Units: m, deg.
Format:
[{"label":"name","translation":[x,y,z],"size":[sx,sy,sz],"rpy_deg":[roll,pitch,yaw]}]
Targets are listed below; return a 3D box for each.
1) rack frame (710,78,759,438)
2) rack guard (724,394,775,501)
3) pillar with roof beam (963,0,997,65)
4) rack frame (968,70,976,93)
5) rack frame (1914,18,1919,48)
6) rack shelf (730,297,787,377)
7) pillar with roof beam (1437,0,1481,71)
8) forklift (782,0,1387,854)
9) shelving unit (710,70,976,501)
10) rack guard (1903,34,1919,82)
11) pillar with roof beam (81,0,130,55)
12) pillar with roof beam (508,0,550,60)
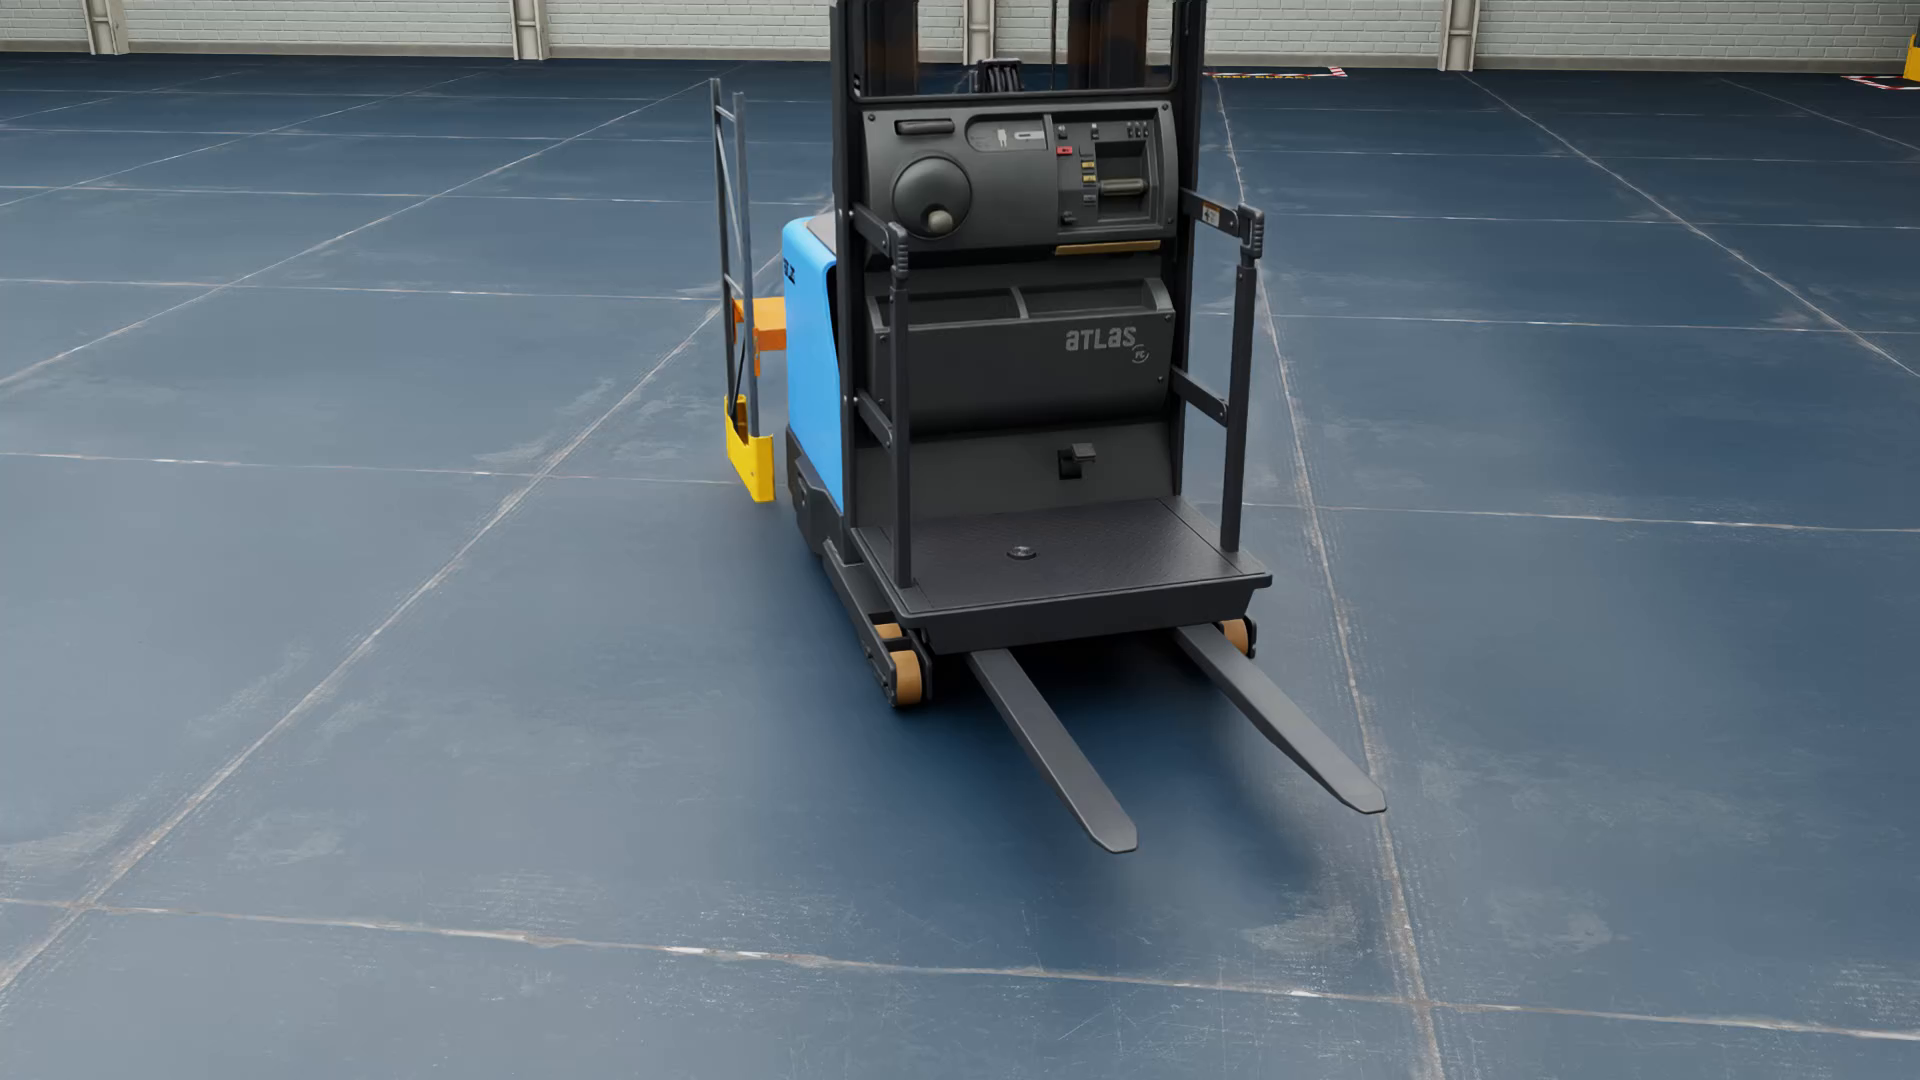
[{"label":"rack frame","translation":[-0.847,-0.949,6.300],"size":[0.032,1.500,0.500],"rpy_deg":[-7,23,-17]},{"label":"rack guard","translation":[-0.828,-0.370,6.535],"size":[0.087,0.250,0.587],"rpy_deg":[-7,23,-17]},{"label":"pillar with roof beam","translation":[-0.253,-8.777,15.902],"size":[0.400,9.000,9.100],"rpy_deg":[2,22,6]},{"label":"rack frame","translation":[0.120,-1.064,6.591],"size":[0.032,1.500,0.500],"rpy_deg":[-7,23,-17]},{"label":"rack frame","translation":[11.373,-6.755,18.945],"size":[0.127,3.000,1.000],"rpy_deg":[2,22,6]},{"label":"rack shelf","translation":[-0.363,-0.839,6.511],"size":[1.000,0.185,0.538],"rpy_deg":[-7,23,-17]},{"label":"pillar with roof beam","translation":[5.705,-8.518,15.245],"size":[0.400,9.000,9.100],"rpy_deg":[2,22,6]},{"label":"forklift","translation":[0.243,-1.046,4.598],"size":[1.130,2.935,3.031],"rpy_deg":[-6,22,-15]},{"label":"shelving unit","translation":[-0.355,-1.007,6.448],"size":[1.083,1.500,0.587],"rpy_deg":[-7,23,-17]},{"label":"rack guard","translation":[11.449,-5.589,19.396],"size":[0.348,0.500,1.175],"rpy_deg":[2,22,6]},{"label":"pillar with roof beam","translation":[-12.170,-9.297,17.215],"size":[0.400,9.000,9.100],"rpy_deg":[2,22,6]},{"label":"pillar with roof beam","translation":[-6.211,-9.037,16.559],"size":[0.400,9.000,9.100],"rpy_deg":[2,22,6]}]
